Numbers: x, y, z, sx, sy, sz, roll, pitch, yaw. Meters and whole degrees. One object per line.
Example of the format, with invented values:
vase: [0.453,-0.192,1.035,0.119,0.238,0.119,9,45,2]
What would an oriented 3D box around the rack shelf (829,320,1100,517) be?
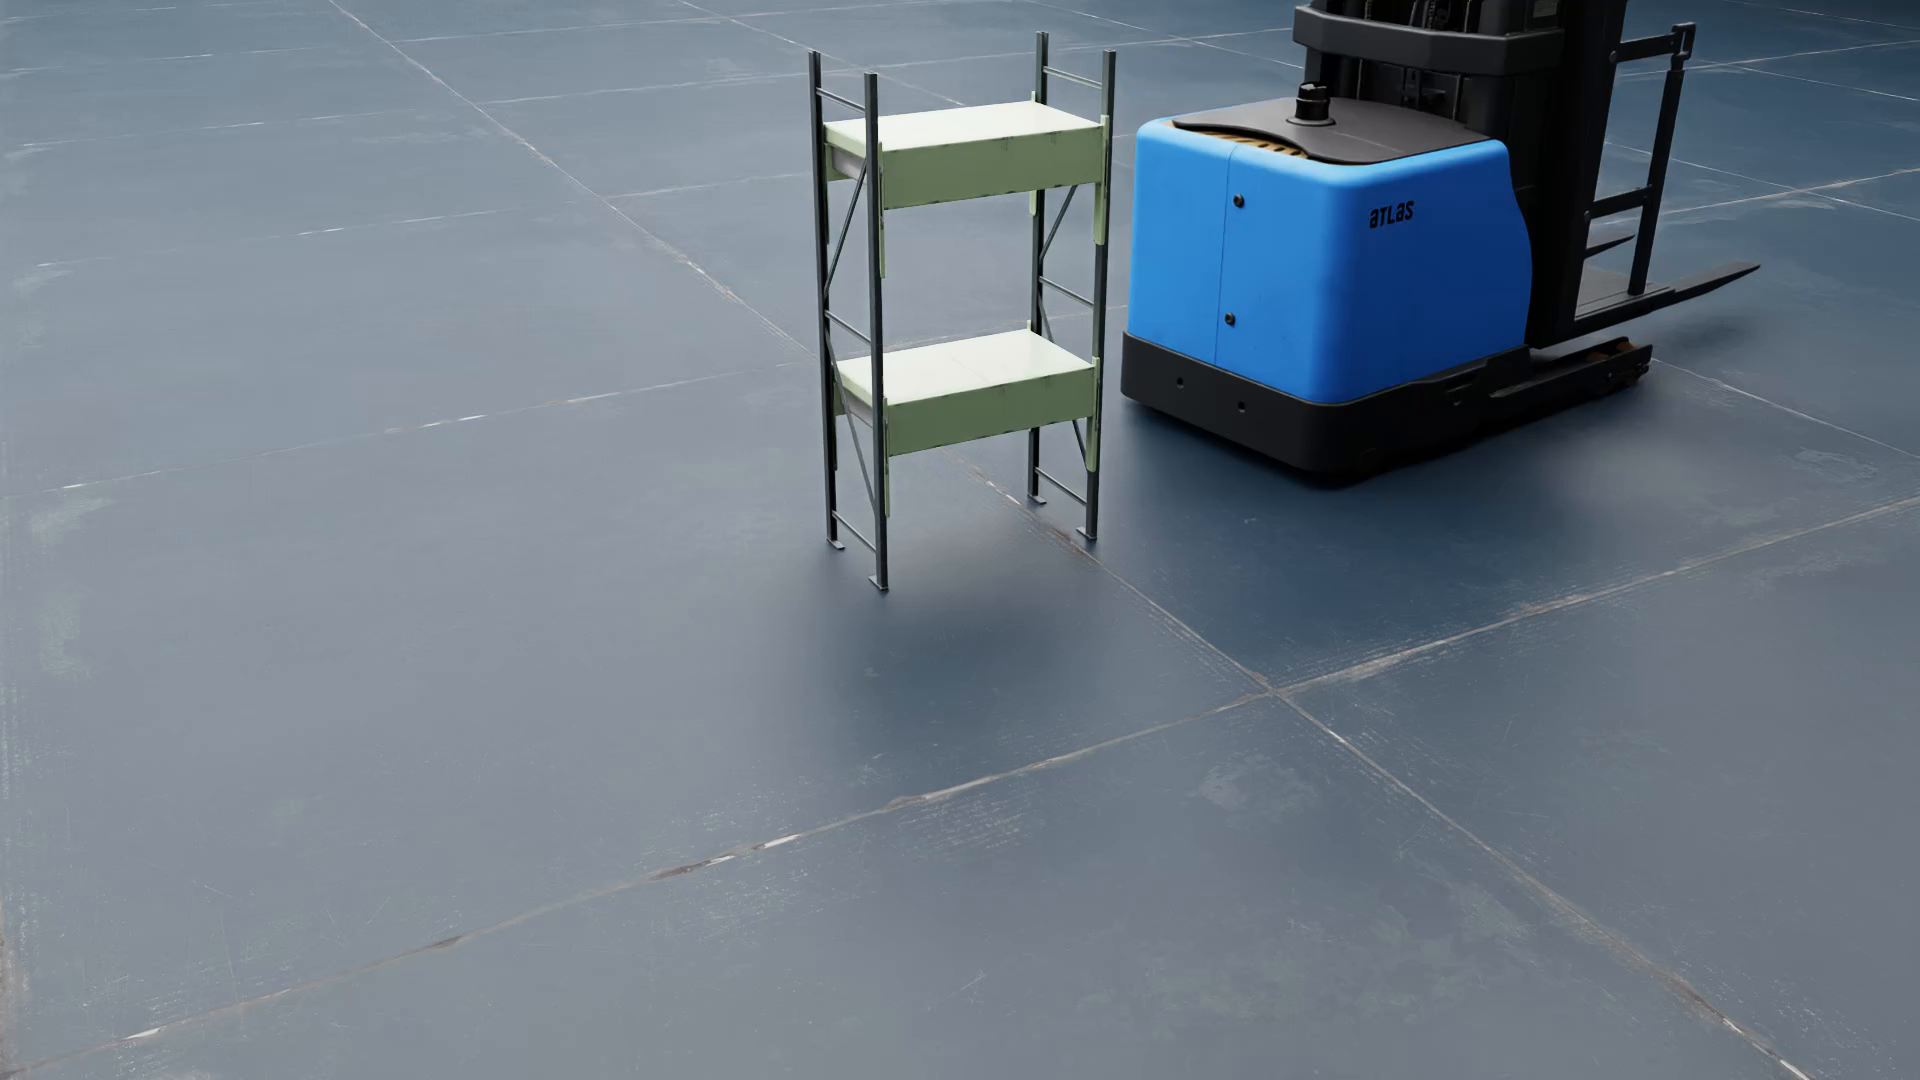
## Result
rack shelf: [0.006,-0.384,5.069,0.720,0.370,0.431,-13,29,-25]

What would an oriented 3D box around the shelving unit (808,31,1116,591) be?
shelving unit: [0.006,-0.677,4.928,0.755,1.500,0.431,-13,29,-25]

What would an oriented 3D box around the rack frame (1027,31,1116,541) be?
rack frame: [0.329,-0.752,5.083,0.023,1.500,0.400,-13,29,-25]

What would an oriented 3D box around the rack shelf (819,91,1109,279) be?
rack shelf: [0.006,-1.029,4.759,0.720,0.370,0.431,-13,29,-25]

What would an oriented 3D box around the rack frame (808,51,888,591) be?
rack frame: [-0.317,-0.603,4.773,0.023,1.500,0.400,-13,29,-25]

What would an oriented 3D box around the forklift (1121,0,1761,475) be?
forklift: [2.083,-2.040,6.113,3.031,2.935,1.130,-18,31,-33]
